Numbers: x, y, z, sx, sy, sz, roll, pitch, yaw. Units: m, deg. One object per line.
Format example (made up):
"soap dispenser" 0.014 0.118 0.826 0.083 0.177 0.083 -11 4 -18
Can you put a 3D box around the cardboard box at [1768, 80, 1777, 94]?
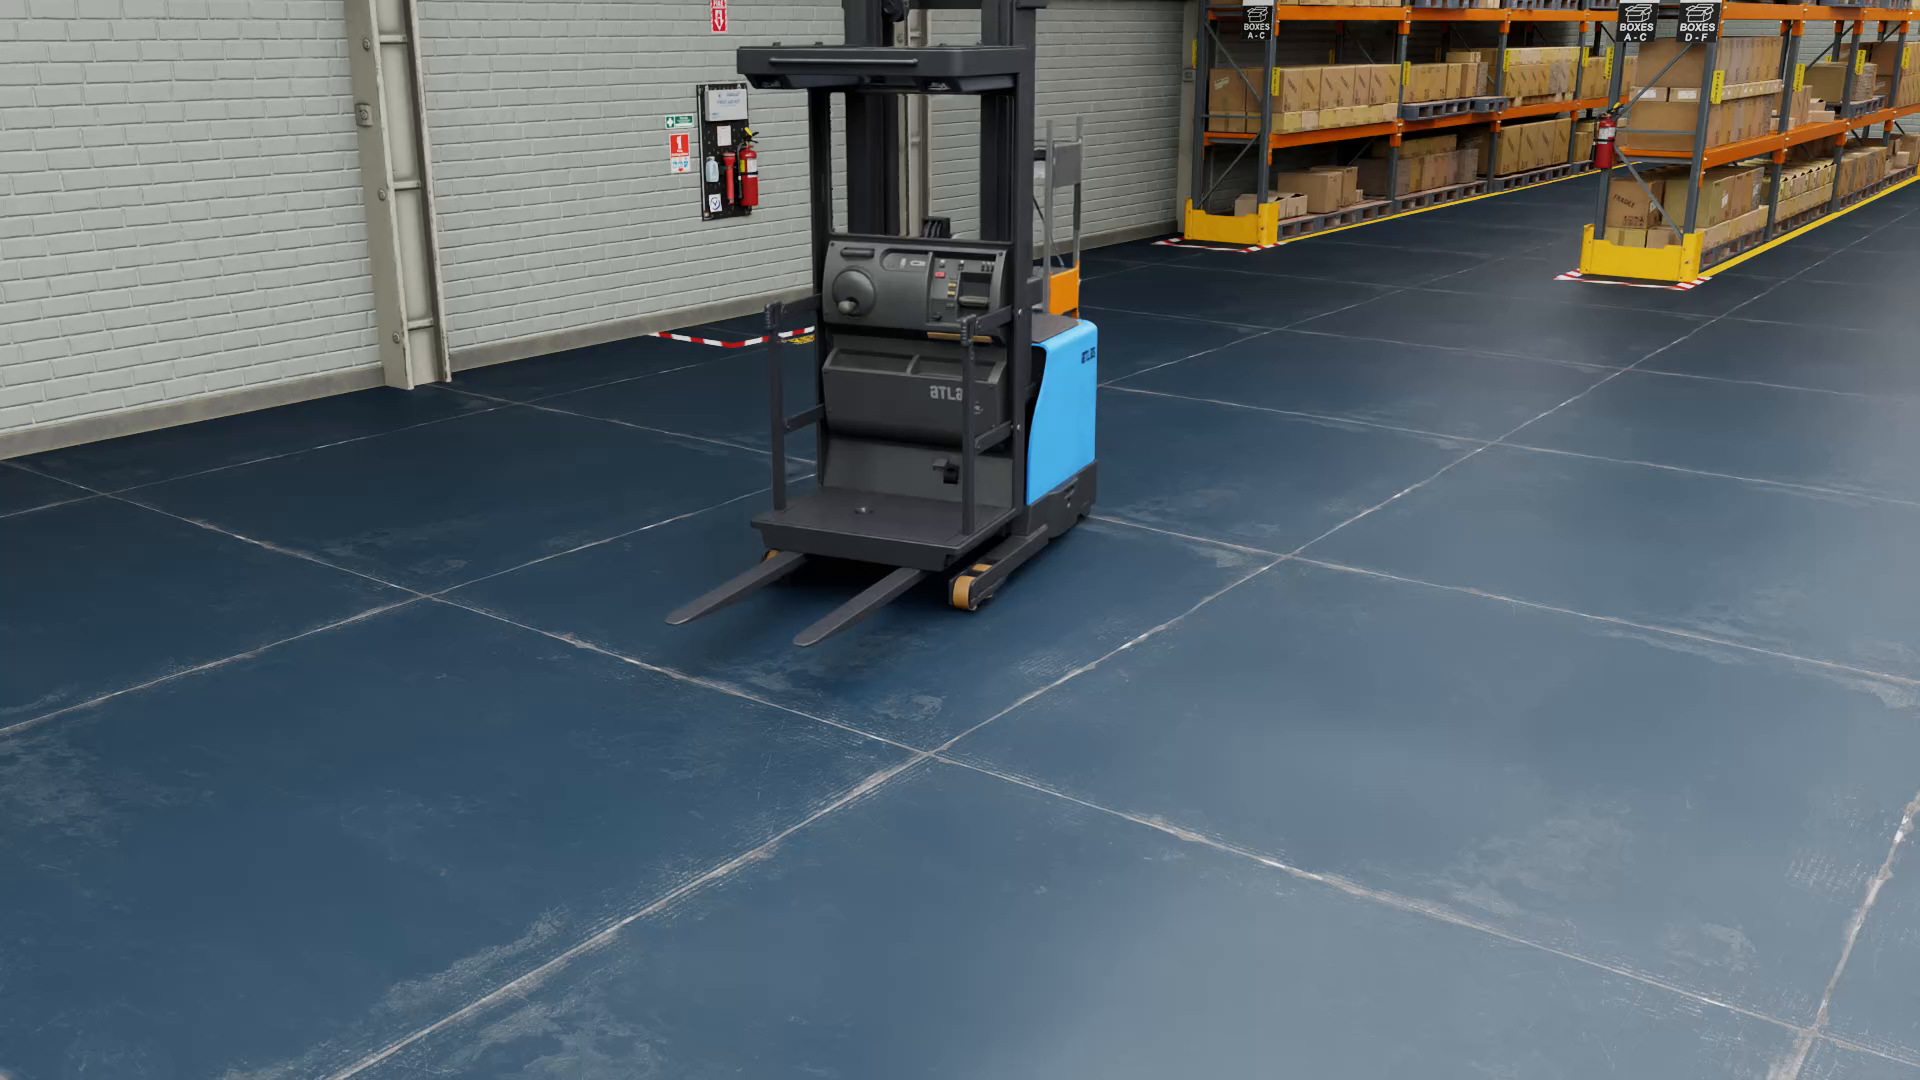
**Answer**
"cardboard box" 9.554 -5.434 19.921 0.380 0.149 0.250 12 21 34

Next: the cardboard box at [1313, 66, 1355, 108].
"cardboard box" 4.768 -5.879 21.571 0.500 0.500 0.500 13 22 36

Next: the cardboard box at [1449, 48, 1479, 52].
"cardboard box" 8.158 -7.776 26.757 0.500 0.250 0.500 13 22 36

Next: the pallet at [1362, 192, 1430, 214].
"pallet" 6.175 -4.966 24.379 1.003 0.211 1.213 12 21 35

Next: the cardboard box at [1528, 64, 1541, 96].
"cardboard box" 9.207 -7.576 27.377 0.500 0.500 0.500 12 21 34

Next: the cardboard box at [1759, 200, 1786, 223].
"cardboard box" 10.132 -4.177 21.065 0.500 0.250 0.500 12 21 33

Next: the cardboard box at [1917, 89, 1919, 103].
"cardboard box" 16.187 -7.746 28.462 0.500 0.500 0.500 13 21 35

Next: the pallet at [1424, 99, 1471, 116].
"pallet" 6.949 -6.494 24.922 1.003 0.211 1.213 12 21 35

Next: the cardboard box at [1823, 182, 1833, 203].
"cardboard box" 11.959 -4.909 23.422 0.500 0.250 0.500 13 21 36

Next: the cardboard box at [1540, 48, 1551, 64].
"cardboard box" 9.487 -8.055 27.657 0.500 0.250 0.500 12 21 34

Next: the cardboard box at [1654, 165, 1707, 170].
"cardboard box" 8.569 -4.190 19.841 0.500 0.500 0.500 12 21 35

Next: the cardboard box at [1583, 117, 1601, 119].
"cardboard box" 12.138 -8.046 32.010 0.380 0.149 0.250 12 21 35

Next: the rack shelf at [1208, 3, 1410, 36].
"rack shelf" 4.521 -6.724 21.495 1.077 0.370 4.000 12 21 35

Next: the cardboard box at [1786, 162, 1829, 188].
"cardboard box" 11.657 -5.052 22.937 0.500 0.311 0.500 12 21 34

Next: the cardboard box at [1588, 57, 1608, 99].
"cardboard box" 11.255 -8.460 30.422 0.980 0.700 0.700 12 21 33

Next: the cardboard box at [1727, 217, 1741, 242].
"cardboard box" 8.703 -3.617 19.263 0.500 0.250 0.500 12 21 35

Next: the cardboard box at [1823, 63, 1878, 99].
"cardboard box" 13.456 -6.959 25.220 0.700 0.500 0.500 7 19 21

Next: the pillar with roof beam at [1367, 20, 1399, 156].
"pillar with roof beam" 10.084 -9.012 22.591 9.100 9.000 0.400 12 21 35

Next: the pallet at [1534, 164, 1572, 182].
"pallet" 10.080 -6.488 29.282 1.003 0.211 1.213 12 21 35

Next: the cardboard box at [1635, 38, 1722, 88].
"cardboard box" 7.629 -5.074 17.668 0.700 0.500 0.500 13 21 35

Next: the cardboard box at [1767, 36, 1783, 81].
"cardboard box" 9.434 -5.798 20.000 0.700 0.500 0.500 13 21 35

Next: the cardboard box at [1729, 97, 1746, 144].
"cardboard box" 8.518 -4.811 19.008 0.700 0.500 0.500 13 22 36

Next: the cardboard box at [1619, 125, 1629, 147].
"cardboard box" 12.526 -7.792 32.286 0.700 0.500 0.500 12 21 35

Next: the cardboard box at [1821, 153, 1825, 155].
"cardboard box" 12.754 -5.594 25.172 0.500 0.500 0.500 12 21 33

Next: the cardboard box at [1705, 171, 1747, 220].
"cardboard box" 8.704 -3.975 19.151 0.500 0.500 0.500 12 21 35

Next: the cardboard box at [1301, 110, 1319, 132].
"cardboard box" 4.173 -5.283 20.919 0.500 0.250 0.500 12 21 33

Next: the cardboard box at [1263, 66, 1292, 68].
"cardboard box" 4.052 -5.847 21.469 0.500 0.500 0.500 12 21 33

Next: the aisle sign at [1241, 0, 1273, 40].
"aisle sign" 3.527 -6.331 19.688 0.394 0.787 0.004 12 21 35

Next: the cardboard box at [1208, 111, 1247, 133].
"cardboard box" 3.452 -5.243 20.787 0.500 0.250 0.500 13 21 35

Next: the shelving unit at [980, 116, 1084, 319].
"shelving unit" 0.397 -1.311 9.412 0.431 2.100 0.503 7 18 22

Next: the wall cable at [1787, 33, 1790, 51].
"wall cable" 16.519 -11.636 36.276 3.097 2.526 0.112 12 21 35

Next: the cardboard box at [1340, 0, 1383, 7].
"cardboard box" 5.298 -7.320 21.996 0.500 0.500 0.500 10 20 30

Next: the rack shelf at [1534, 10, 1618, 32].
"rack shelf" 11.671 -9.583 30.699 1.077 0.370 4.000 12 21 35

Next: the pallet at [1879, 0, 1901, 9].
"pallet" 13.399 -8.095 25.013 1.213 0.211 1.003 12 21 35

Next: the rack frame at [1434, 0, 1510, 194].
"rack frame" 8.096 -7.065 26.435 1.000 3.000 0.127 12 21 35

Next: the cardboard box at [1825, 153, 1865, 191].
"cardboard box" 13.187 -5.509 24.898 0.500 0.500 0.500 12 21 34

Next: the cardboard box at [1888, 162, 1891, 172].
"cardboard box" 15.391 -6.269 27.910 0.380 0.166 0.250 12 21 35

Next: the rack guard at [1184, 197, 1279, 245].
"rack guard" 3.374 -3.983 20.728 1.175 0.500 0.348 12 21 35

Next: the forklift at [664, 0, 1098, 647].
"forklift" -0.308 -1.215 7.714 1.130 2.935 3.031 8 19 23

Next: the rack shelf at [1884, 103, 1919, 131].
"rack shelf" 15.651 -7.276 28.328 1.077 0.370 4.000 12 21 35

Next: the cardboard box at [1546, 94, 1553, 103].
"cardboard box" 9.874 -7.539 28.351 0.380 0.149 0.250 12 21 35

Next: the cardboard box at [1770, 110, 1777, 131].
"cardboard box" 9.951 -5.291 20.976 0.500 0.250 0.500 14 22 38

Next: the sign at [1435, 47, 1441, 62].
"sign" 7.648 -7.715 26.577 0.100 0.325 0.005 12 21 35

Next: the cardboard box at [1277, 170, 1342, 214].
"cardboard box" 4.630 -4.626 22.056 0.700 0.500 0.500 11 20 31

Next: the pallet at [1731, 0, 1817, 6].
"pallet" 10.208 -6.791 20.819 0.805 0.209 1.217 11 21 33

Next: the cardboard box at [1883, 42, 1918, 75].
"cardboard box" 15.273 -7.854 27.121 0.500 0.500 0.500 12 21 33

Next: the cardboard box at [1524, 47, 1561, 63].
"cardboard box" 9.790 -8.177 28.048 0.500 0.250 0.500 13 21 36

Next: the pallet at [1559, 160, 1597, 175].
"pallet" 10.995 -6.853 30.455 1.003 0.211 1.213 12 21 35

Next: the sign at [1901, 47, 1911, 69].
"sign" 14.907 -7.599 26.202 0.100 0.325 0.005 12 21 35

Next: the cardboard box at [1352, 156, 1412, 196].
"cardboard box" 6.138 -5.306 24.247 0.700 0.500 0.500 13 22 37

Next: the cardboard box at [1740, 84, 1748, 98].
"cardboard box" 8.633 -5.064 18.729 0.380 0.149 0.250 13 21 35

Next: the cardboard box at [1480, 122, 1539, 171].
"cardboard box" 9.166 -6.598 27.849 0.750 0.750 0.750 12 21 34

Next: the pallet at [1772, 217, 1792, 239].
"pallet" 10.101 -4.088 21.552 1.003 0.211 1.213 12 21 35

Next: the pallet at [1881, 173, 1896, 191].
"pallet" 14.870 -5.974 27.627 1.003 0.211 1.213 12 21 35

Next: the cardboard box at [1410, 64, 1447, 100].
"cardboard box" 6.749 -6.779 24.605 0.700 0.500 0.500 16 24 42

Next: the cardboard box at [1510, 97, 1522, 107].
"cardboard box" 8.861 -7.098 26.934 0.380 0.149 0.250 13 22 36
